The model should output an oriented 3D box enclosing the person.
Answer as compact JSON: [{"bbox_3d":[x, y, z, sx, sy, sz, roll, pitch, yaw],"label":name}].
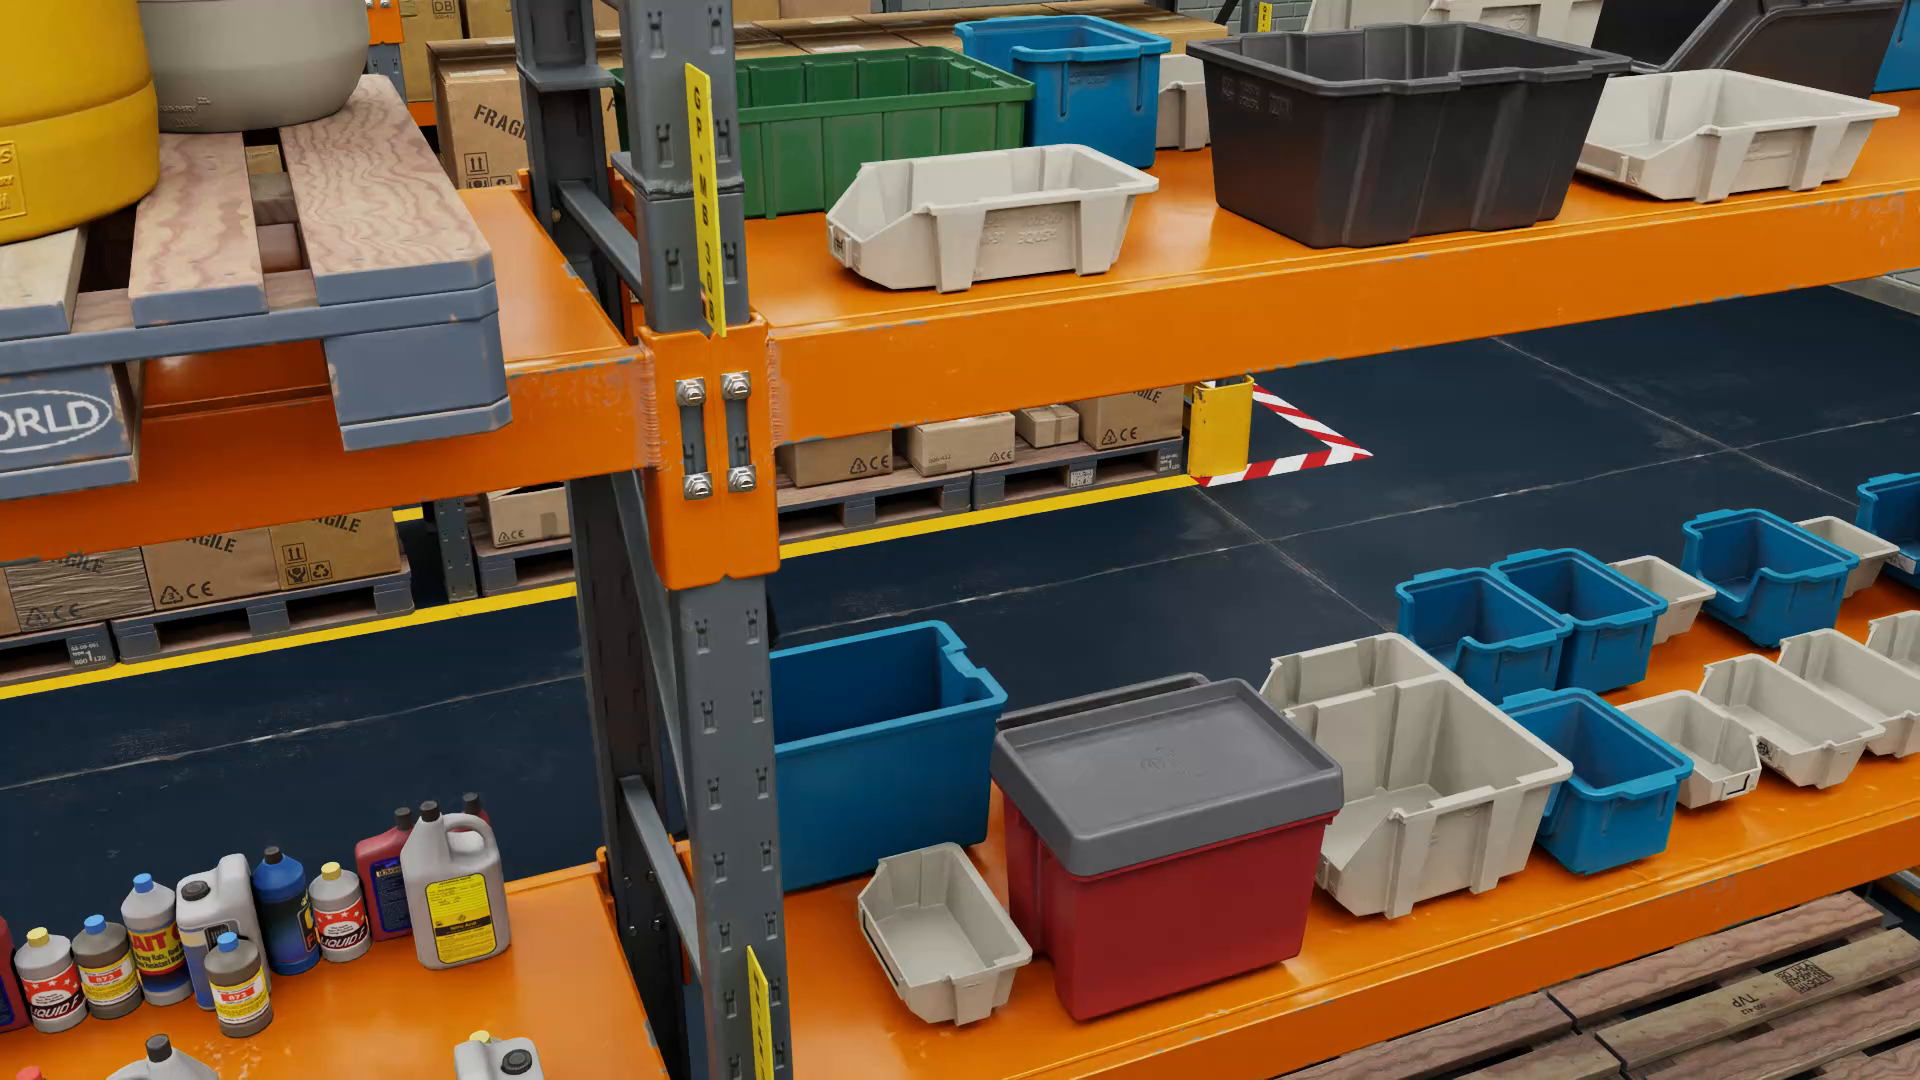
[{"bbox_3d":[-0.862,0.370,5.384,0.551,1.711,0.494,-10,28,-20],"label":"person"}]
